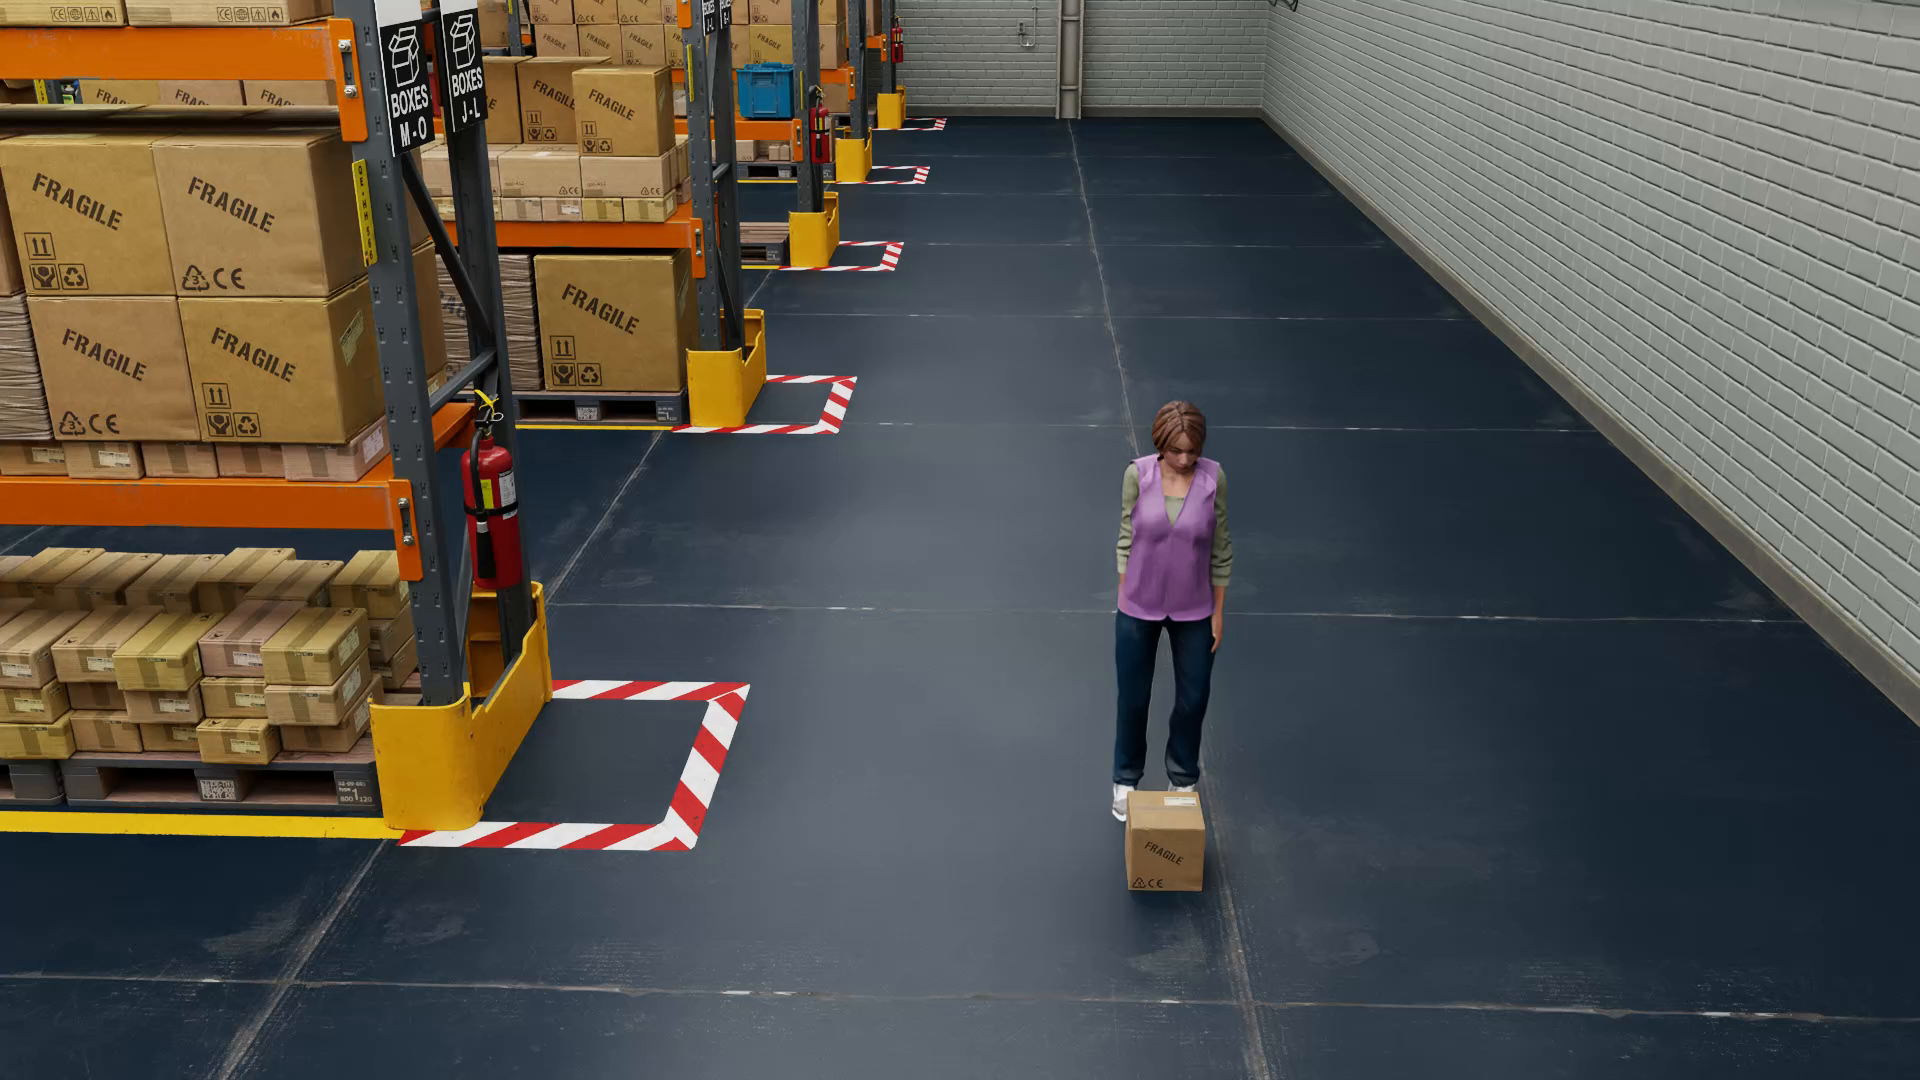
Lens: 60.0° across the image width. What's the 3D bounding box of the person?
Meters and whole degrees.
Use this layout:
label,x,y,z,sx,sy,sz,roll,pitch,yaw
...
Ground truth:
label,x,y,z,sx,sy,sz,roll,pitch,yaw
person,0.757,0.268,5.943,0.409,1.577,0.307,1,21,3
